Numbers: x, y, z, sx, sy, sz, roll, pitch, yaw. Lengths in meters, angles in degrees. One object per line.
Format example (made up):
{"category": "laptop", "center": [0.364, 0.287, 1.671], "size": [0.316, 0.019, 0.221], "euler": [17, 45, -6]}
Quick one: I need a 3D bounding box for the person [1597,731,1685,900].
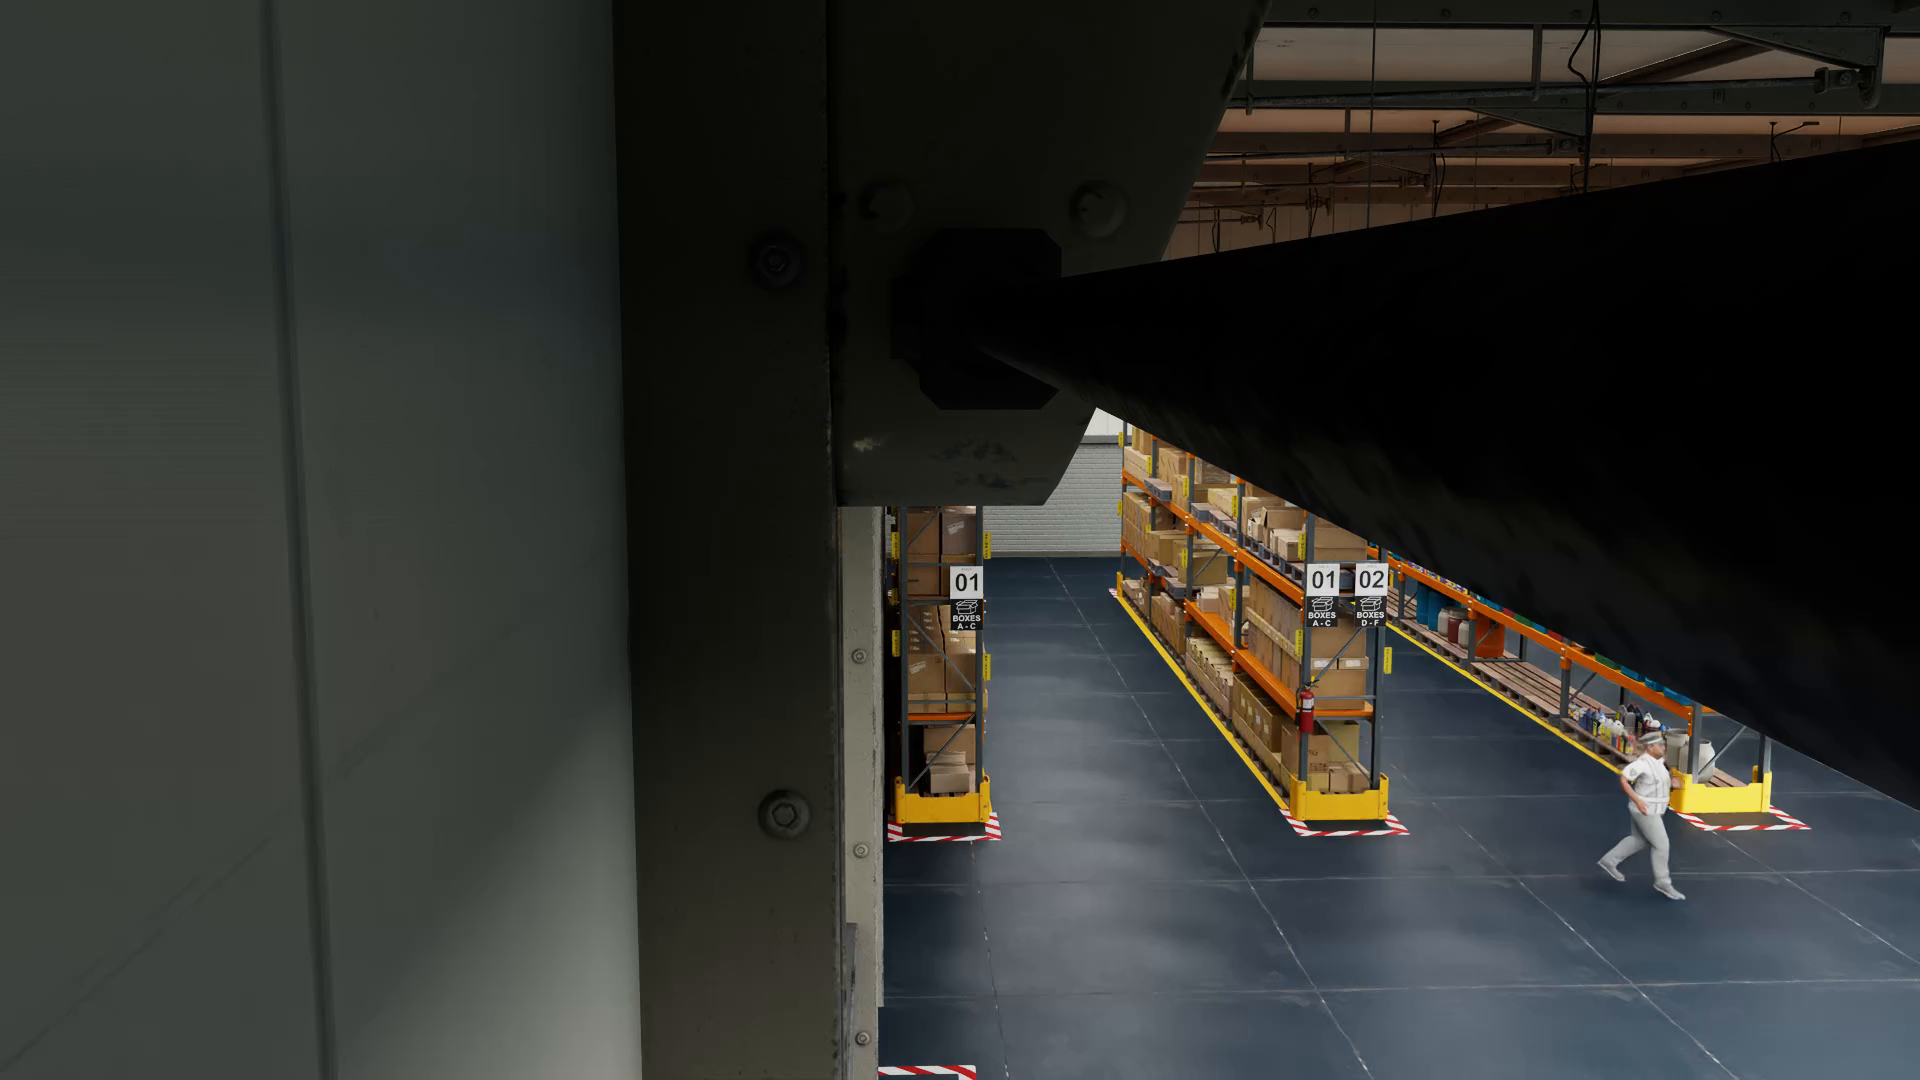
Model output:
{"category": "person", "center": [7.434, 2.932, 18.046], "size": [0.910, 1.818, 0.640], "euler": [4, 9, 29]}
